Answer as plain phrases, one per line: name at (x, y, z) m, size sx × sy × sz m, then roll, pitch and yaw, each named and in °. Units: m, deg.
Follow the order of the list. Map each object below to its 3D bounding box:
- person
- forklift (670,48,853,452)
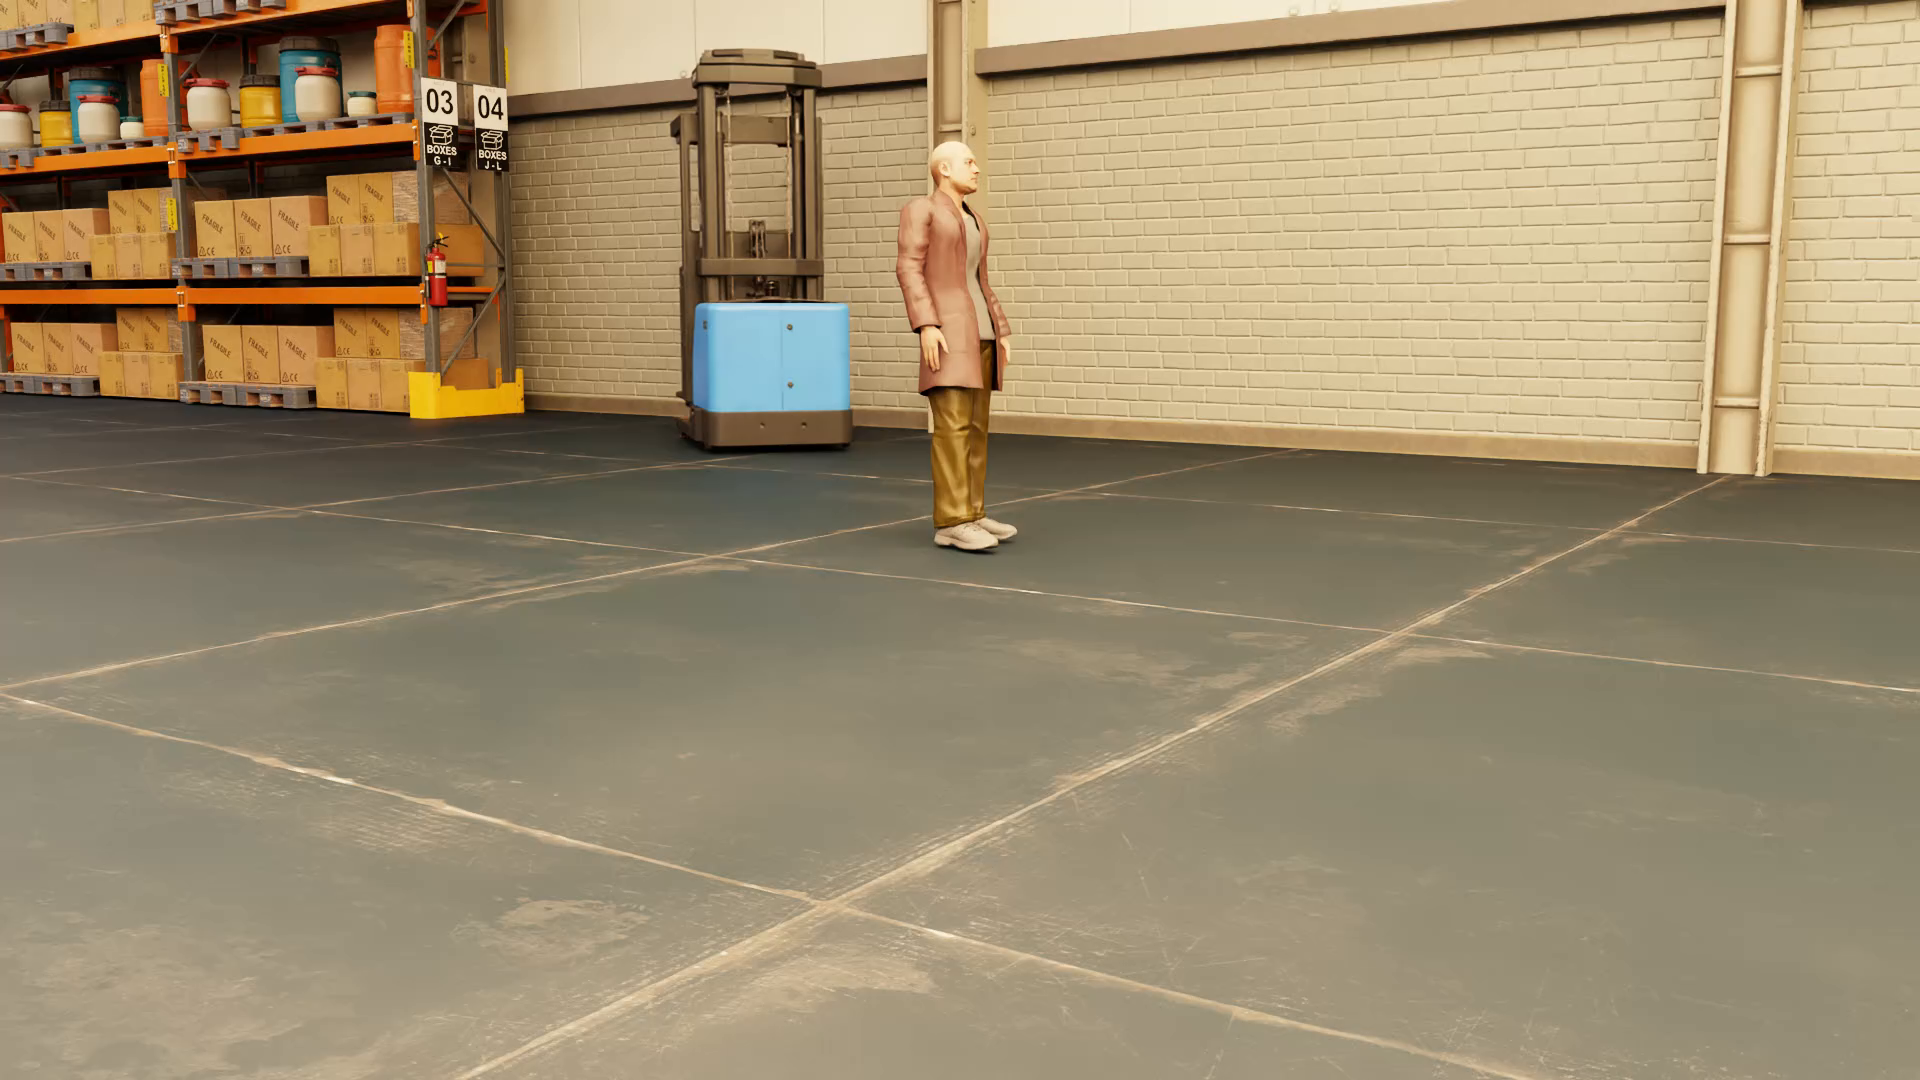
person at (0.074, -0.880, 7.423) m, size 0.579 × 1.778 × 0.698 m, roll 5°, pitch 10°, yaw 34°
forklift at (-1.668, -2.263, 13.107) m, size 1.130 × 2.935 × 3.031 m, roll -2°, pitch 8°, yaw -16°
